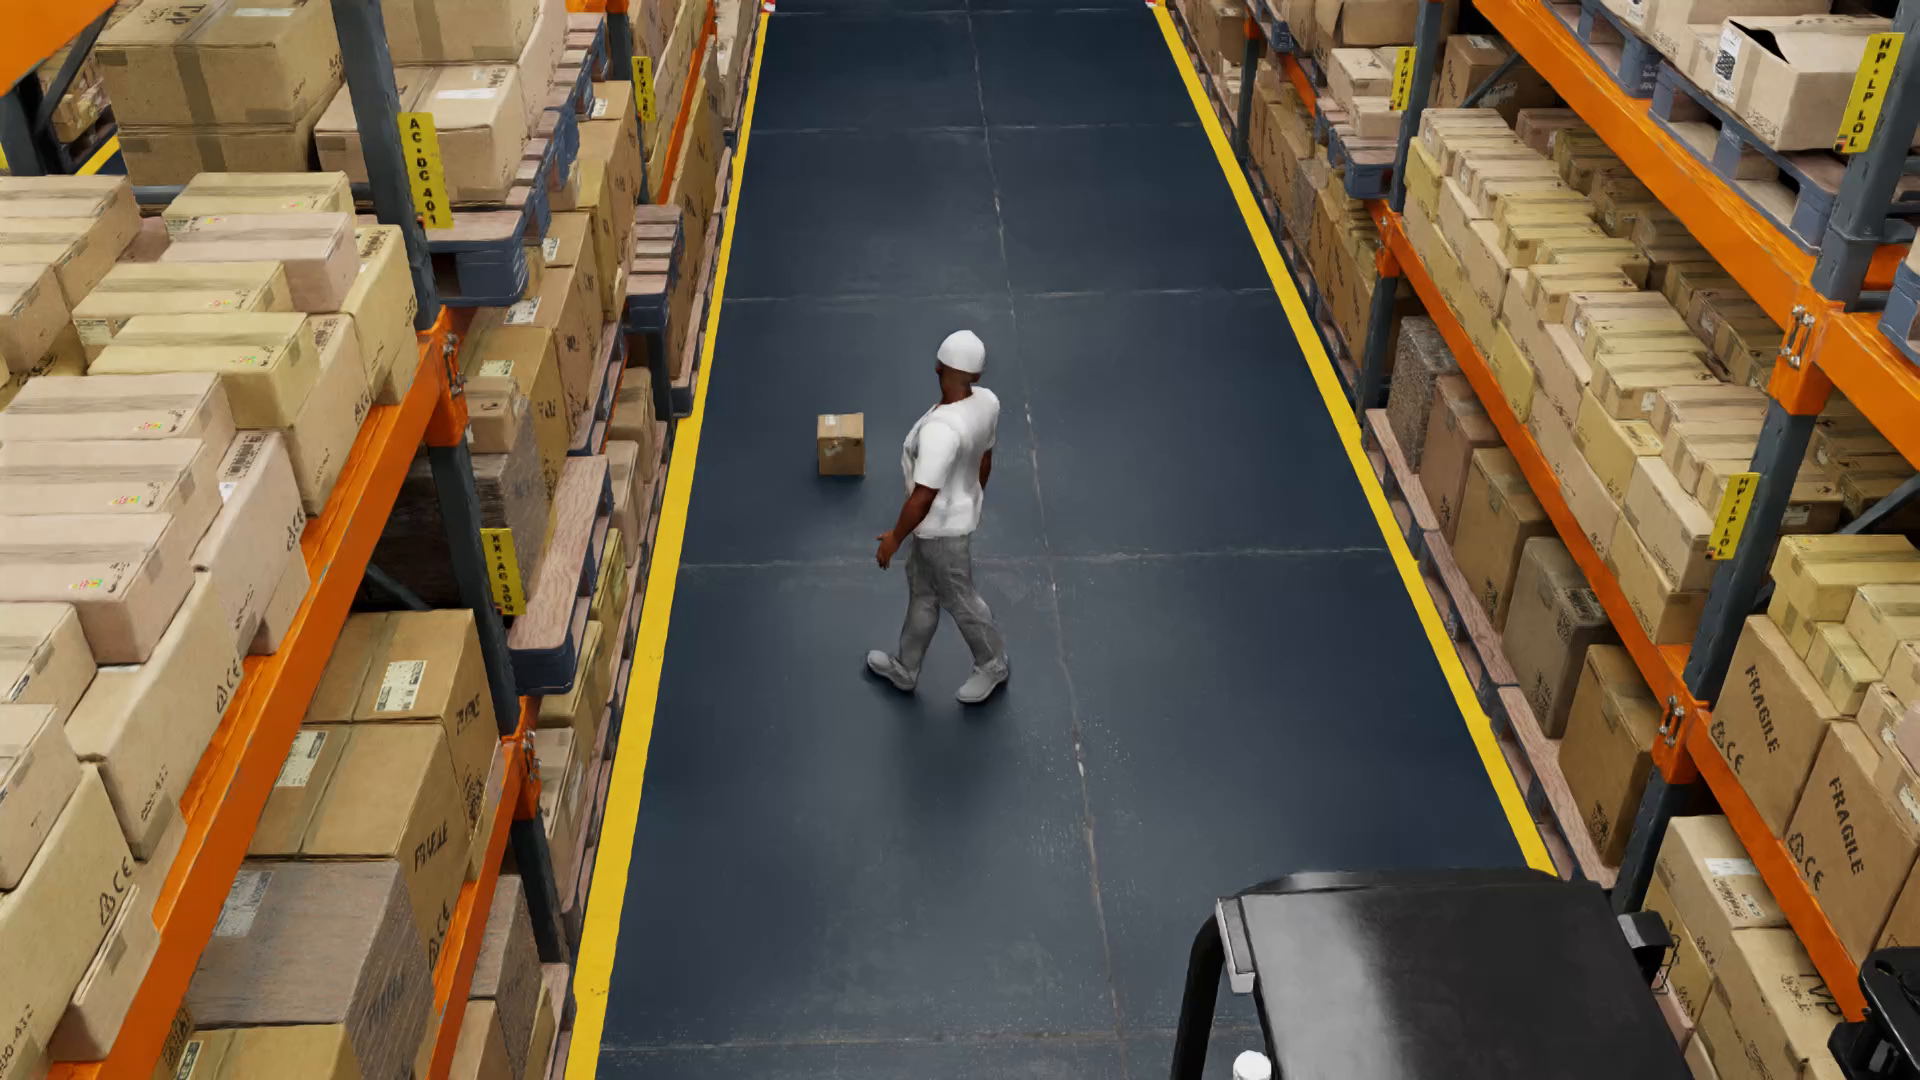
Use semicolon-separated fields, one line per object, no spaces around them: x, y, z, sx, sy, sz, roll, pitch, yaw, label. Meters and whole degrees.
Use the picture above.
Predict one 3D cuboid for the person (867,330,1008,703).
-0.103;-0.102;7.334;0.679;1.737;0.613;6;35;8;person
